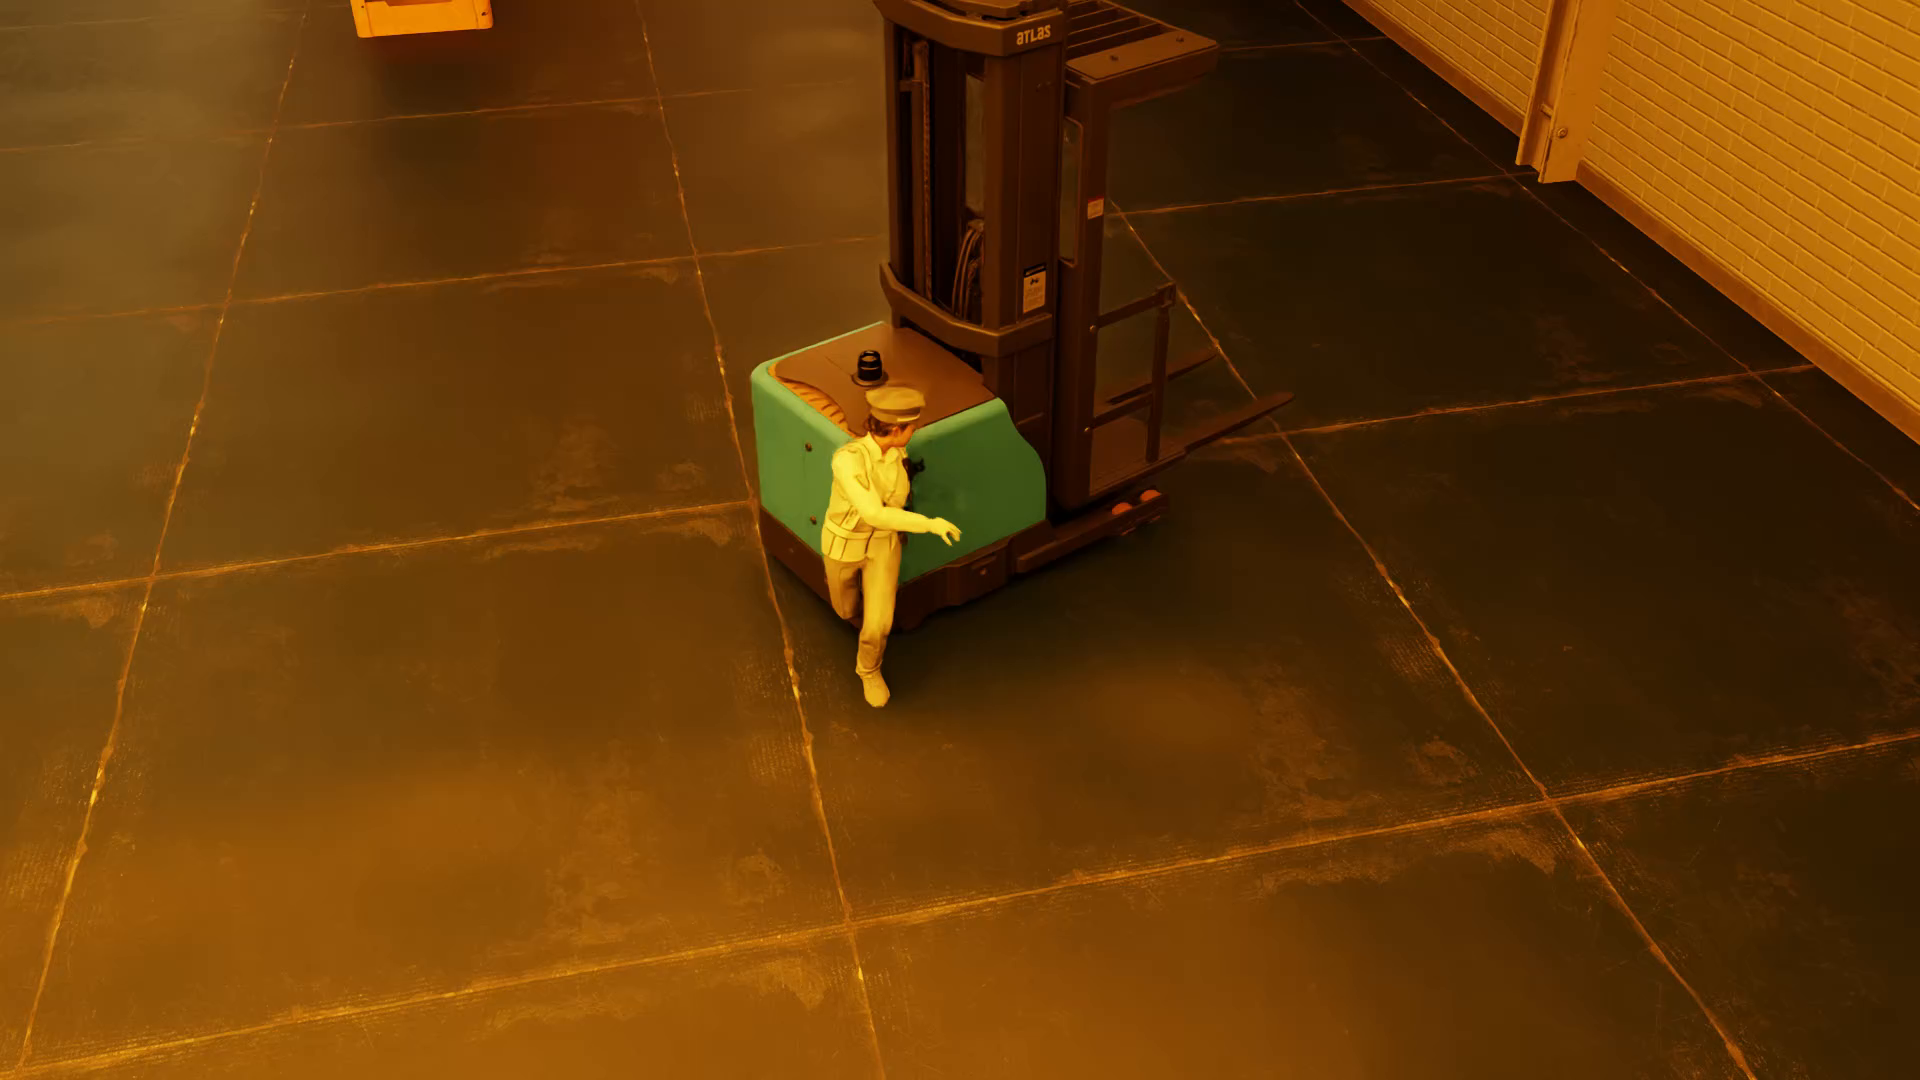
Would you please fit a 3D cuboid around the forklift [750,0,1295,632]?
[{"bbox_3d":[0.471,-1.438,8.049,3.031,2.935,1.130,-24,42,-29],"label":"forklift"}]

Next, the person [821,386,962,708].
[{"bbox_3d":[-0.325,-0.045,7.459,0.611,1.424,0.891,-6,36,-8],"label":"person"}]
